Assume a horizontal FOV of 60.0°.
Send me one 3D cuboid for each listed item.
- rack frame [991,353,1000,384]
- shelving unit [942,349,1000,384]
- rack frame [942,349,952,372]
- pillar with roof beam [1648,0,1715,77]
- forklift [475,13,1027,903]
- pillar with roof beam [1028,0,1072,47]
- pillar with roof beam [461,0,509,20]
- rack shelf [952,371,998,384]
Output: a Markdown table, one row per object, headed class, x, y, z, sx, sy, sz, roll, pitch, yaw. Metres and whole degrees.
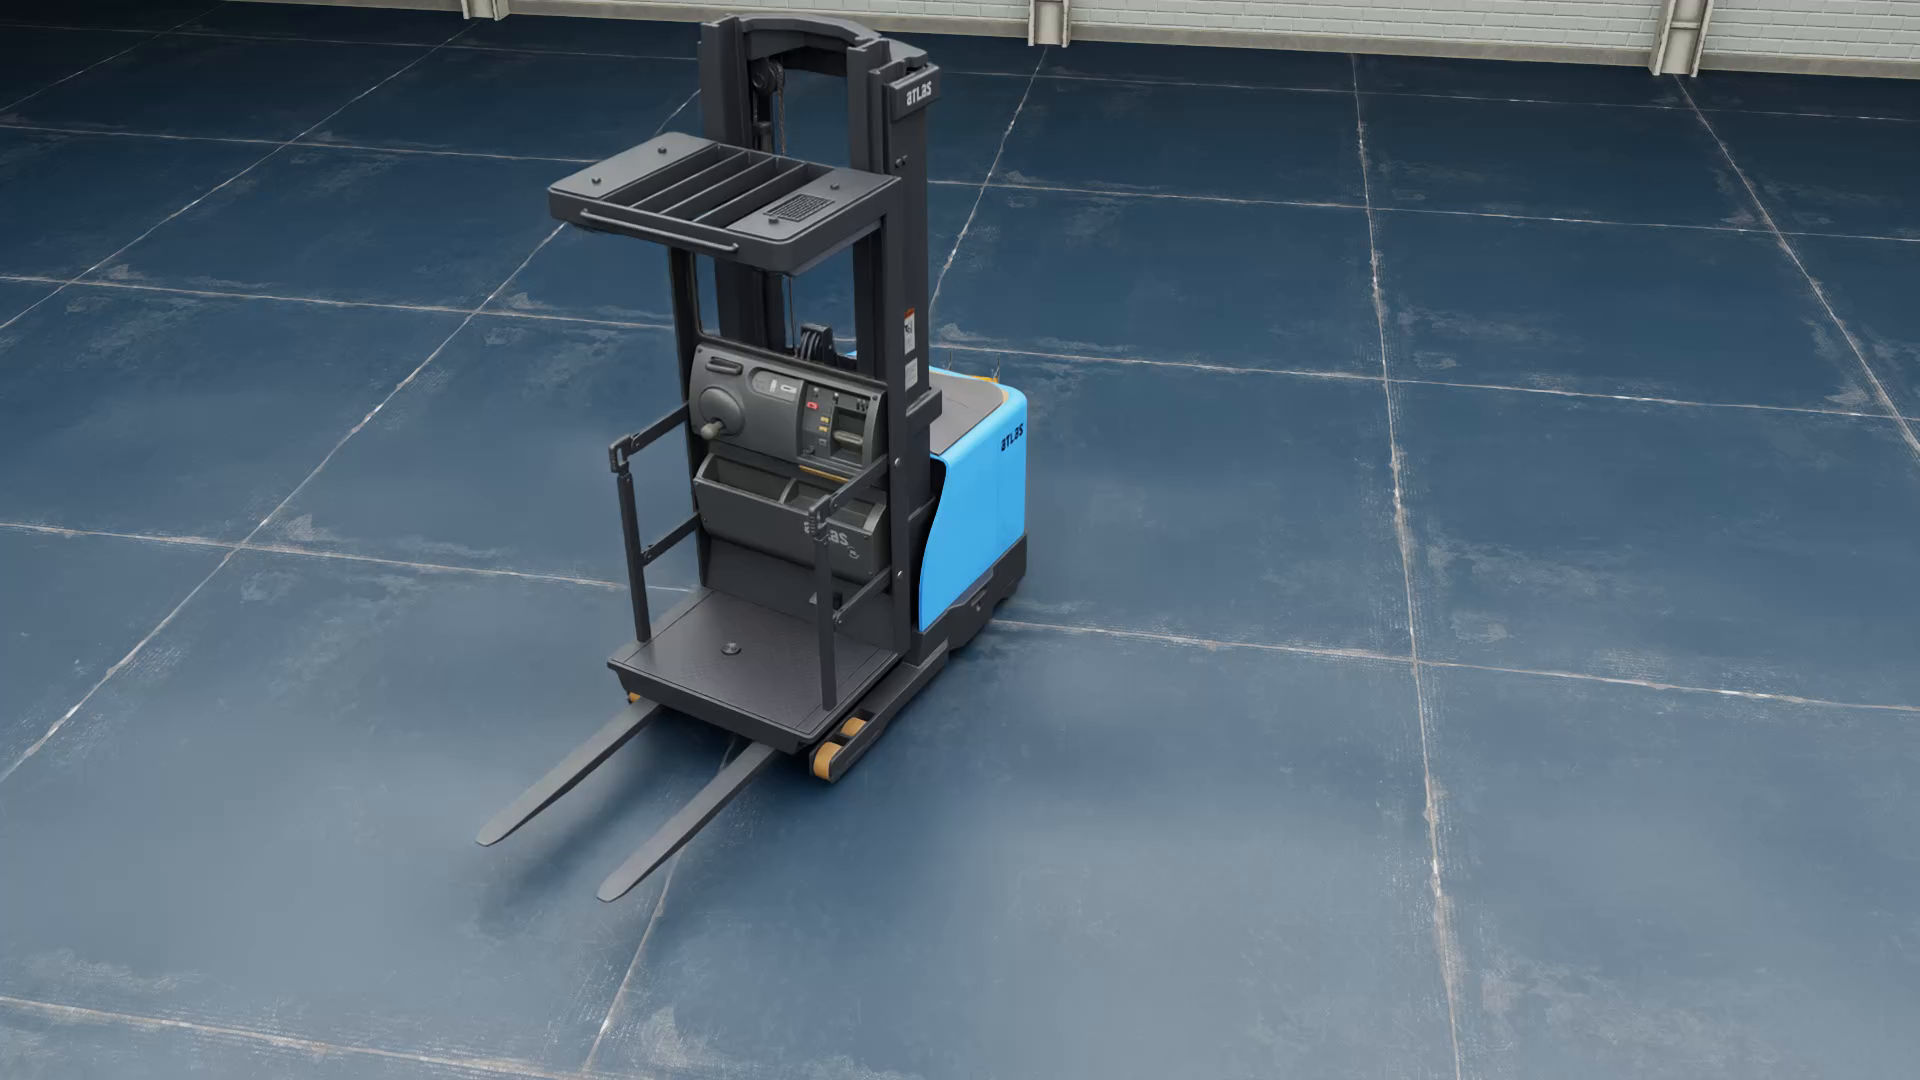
| class | x | y | z | sx | sy | sz | roll | pitch | yaw |
| --- | --- | --- | --- | --- | --- | --- | --- | --- | --- |
| rack frame | 0.175 | -0.430 | 8.447 | 0.008 | 1.050 | 0.200 | 6 | 33 | 10 |
| shelving unit | 0.056 | -0.443 | 8.468 | 0.252 | 1.050 | 0.215 | 6 | 33 | 10 |
| rack frame | -0.064 | -0.456 | 8.488 | 0.008 | 1.050 | 0.200 | 6 | 33 | 10 |
| pillar with roof beam | 6.091 | -6.050 | 9.934 | 0.400 | 9.000 | 9.100 | 5 | 32 | 8 |
| forklift | -0.840 | -0.491 | 6.771 | 1.130 | 2.935 | 3.031 | 17 | 36 | 25 |
| pillar with roof beam | 0.177 | -6.585 | 10.789 | 0.400 | 9.000 | 9.100 | 5 | 32 | 8 |
| pillar with roof beam | -5.737 | -7.121 | 11.645 | 0.400 | 9.000 | 9.100 | 5 | 32 | 8 |
| rack shelf | 0.056 | -0.674 | 8.323 | 0.240 | 0.259 | 0.215 | 6 | 33 | 10 |
